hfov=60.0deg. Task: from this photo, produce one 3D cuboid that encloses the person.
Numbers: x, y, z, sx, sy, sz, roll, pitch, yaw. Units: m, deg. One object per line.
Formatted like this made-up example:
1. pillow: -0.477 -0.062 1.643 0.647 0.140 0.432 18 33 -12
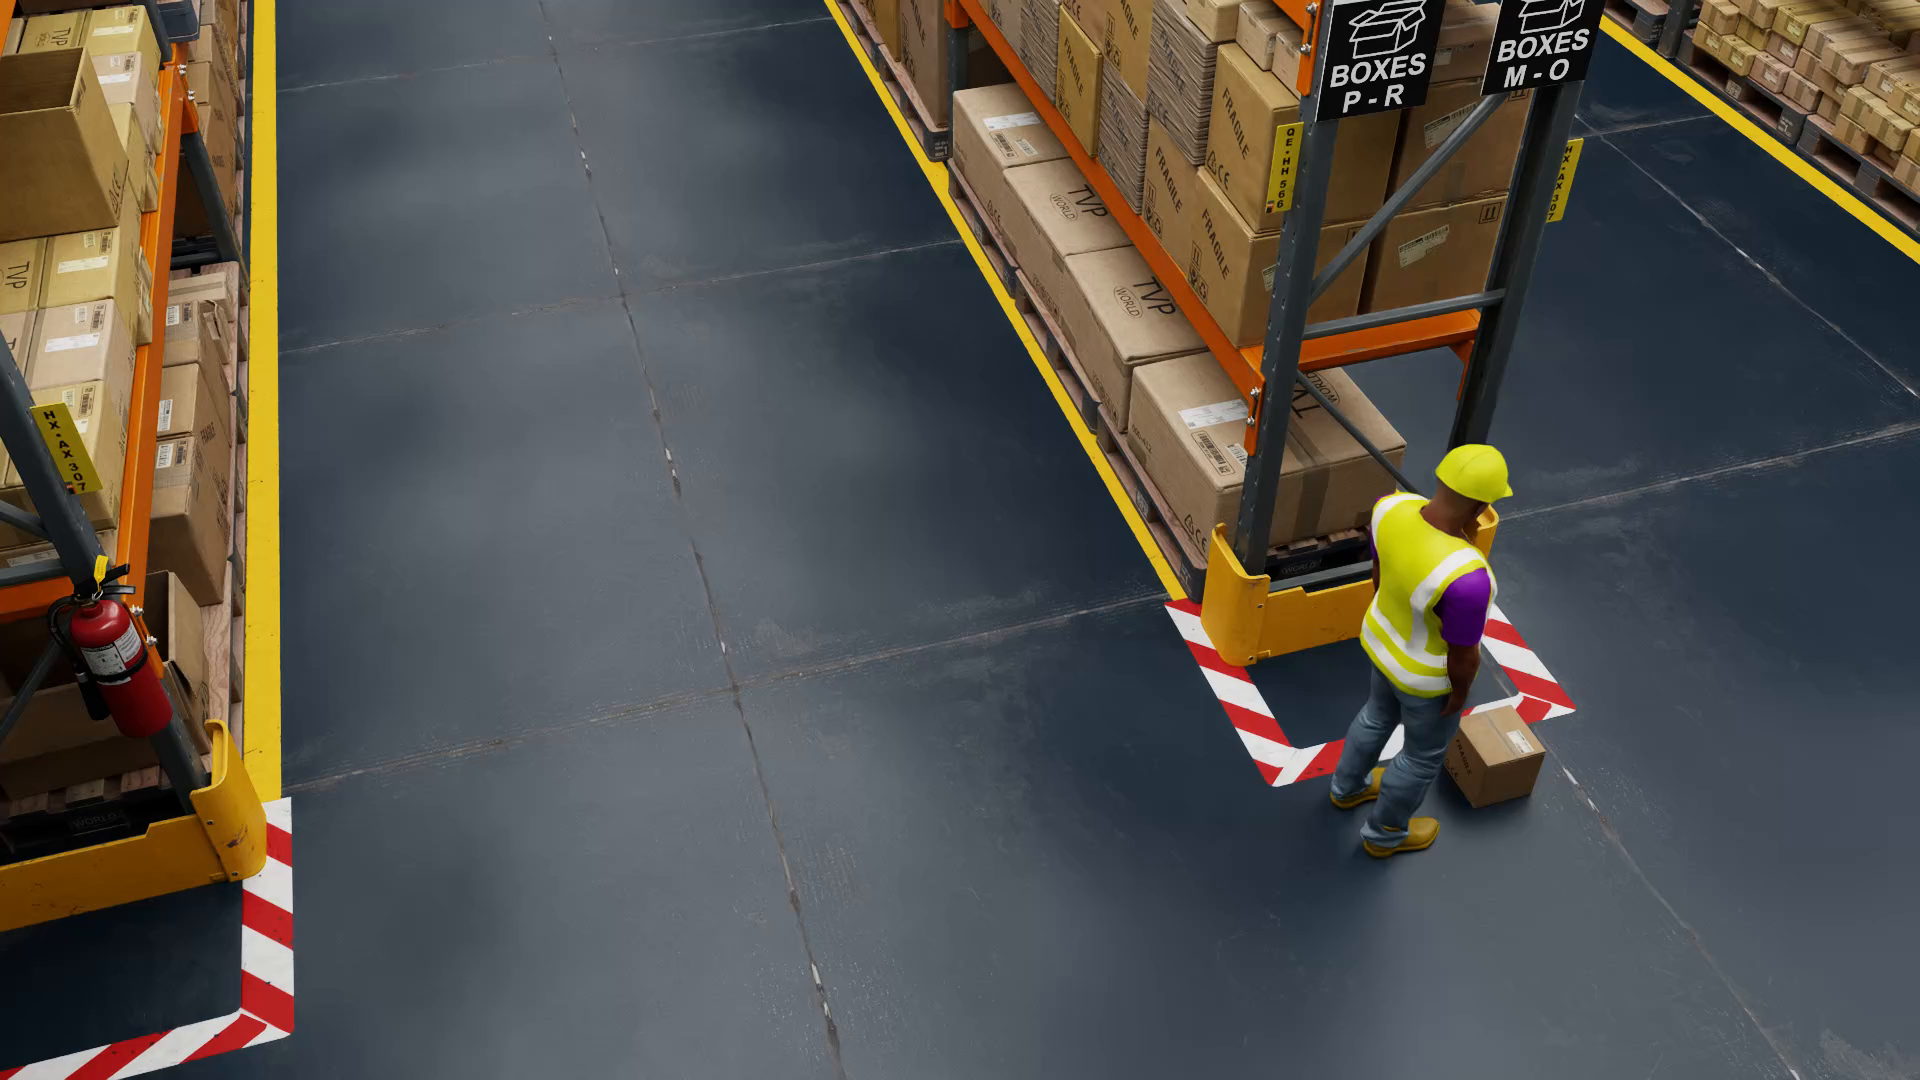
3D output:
1. person: 1.587 0.383 5.738 0.409 1.738 0.581 -14 44 -15
